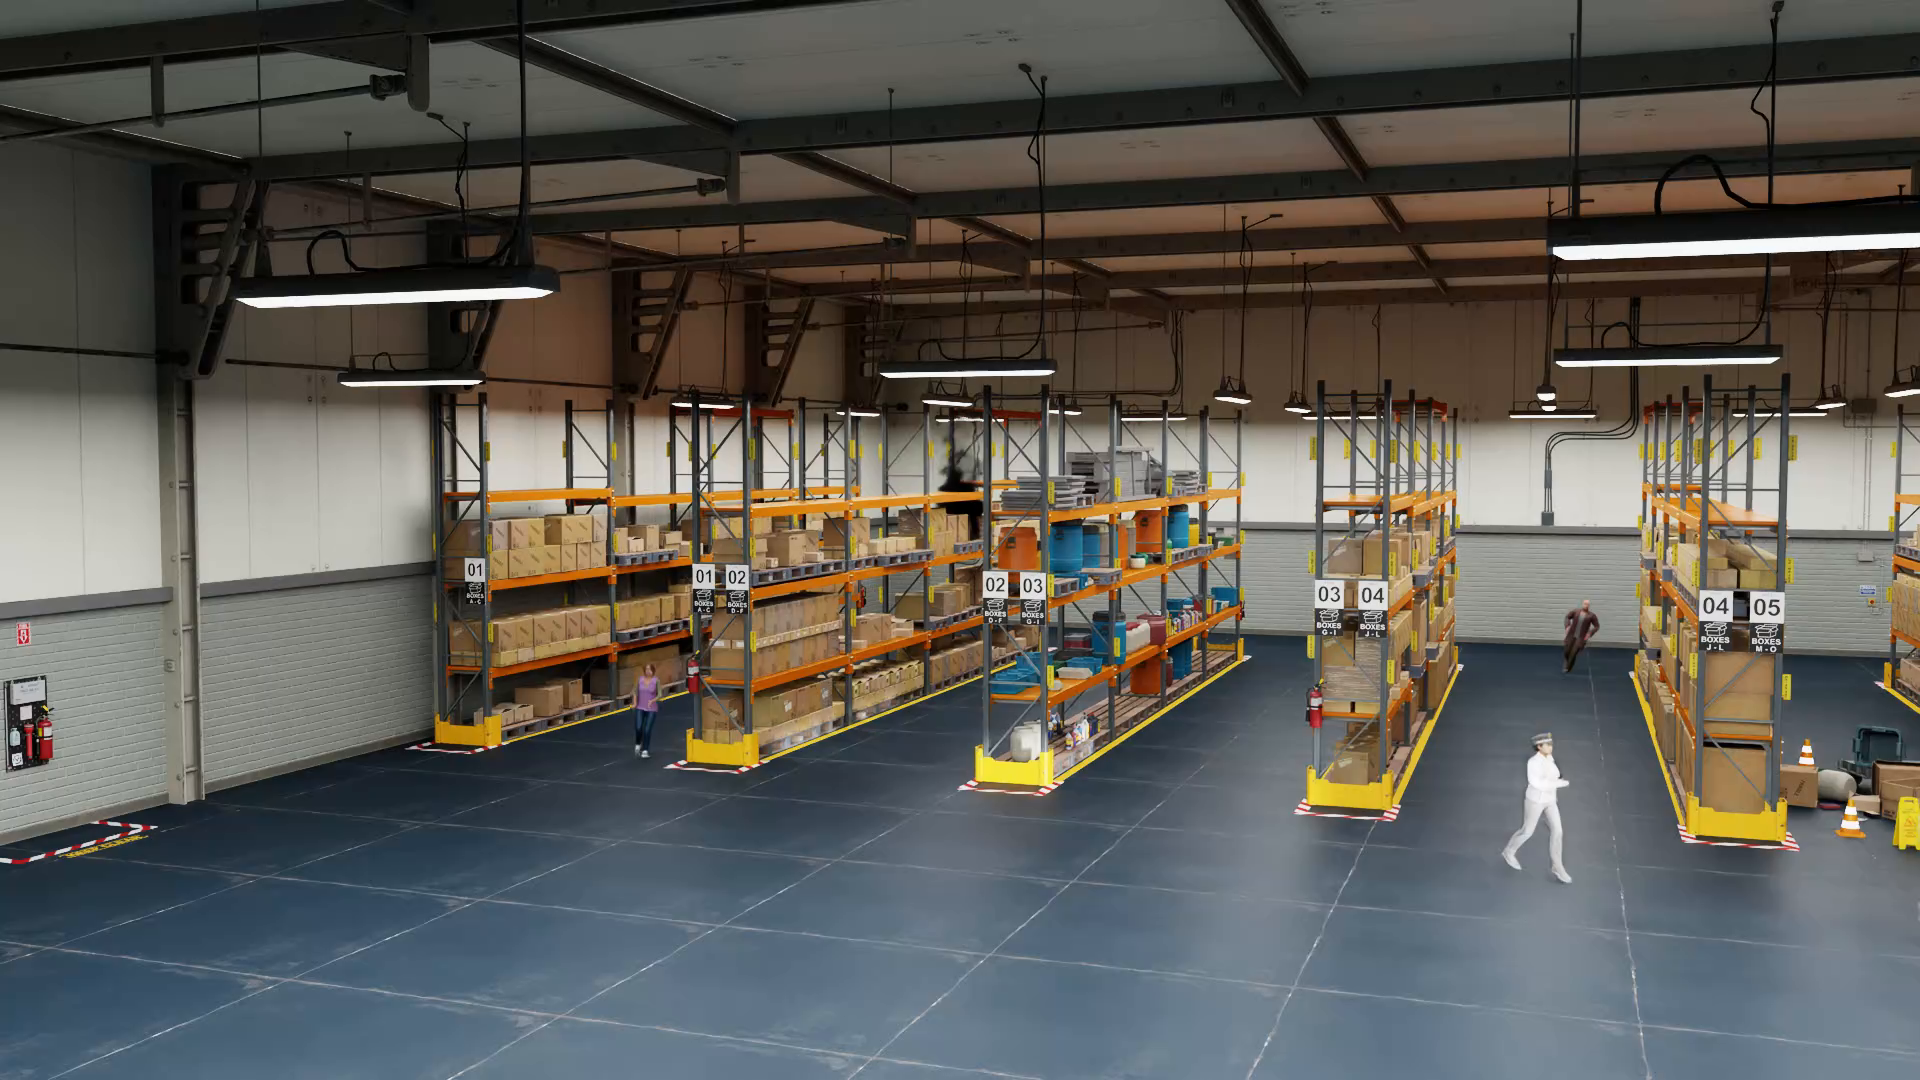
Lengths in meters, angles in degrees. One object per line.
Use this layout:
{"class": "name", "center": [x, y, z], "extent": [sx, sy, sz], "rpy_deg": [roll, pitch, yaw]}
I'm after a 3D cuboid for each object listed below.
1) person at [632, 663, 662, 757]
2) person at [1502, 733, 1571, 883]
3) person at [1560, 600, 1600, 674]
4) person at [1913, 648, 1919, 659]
{"class": "person", "center": [-5.112, 2.781, 27.110], "extent": [0.503, 1.557, 0.537], "rpy_deg": [0, 3, -5]}
{"class": "person", "center": [6.789, 3.097, 19.537], "extent": [0.588, 1.722, 0.876], "rpy_deg": [-2, 4, -35]}
{"class": "person", "center": [13.989, 2.172, 37.476], "extent": [0.821, 1.682, 0.657], "rpy_deg": [2, 3, 28]}
{"class": "person", "center": [20.898, 2.267, 36.068], "extent": [0.606, 1.680, 0.803], "rpy_deg": [-3, 4, -41]}
